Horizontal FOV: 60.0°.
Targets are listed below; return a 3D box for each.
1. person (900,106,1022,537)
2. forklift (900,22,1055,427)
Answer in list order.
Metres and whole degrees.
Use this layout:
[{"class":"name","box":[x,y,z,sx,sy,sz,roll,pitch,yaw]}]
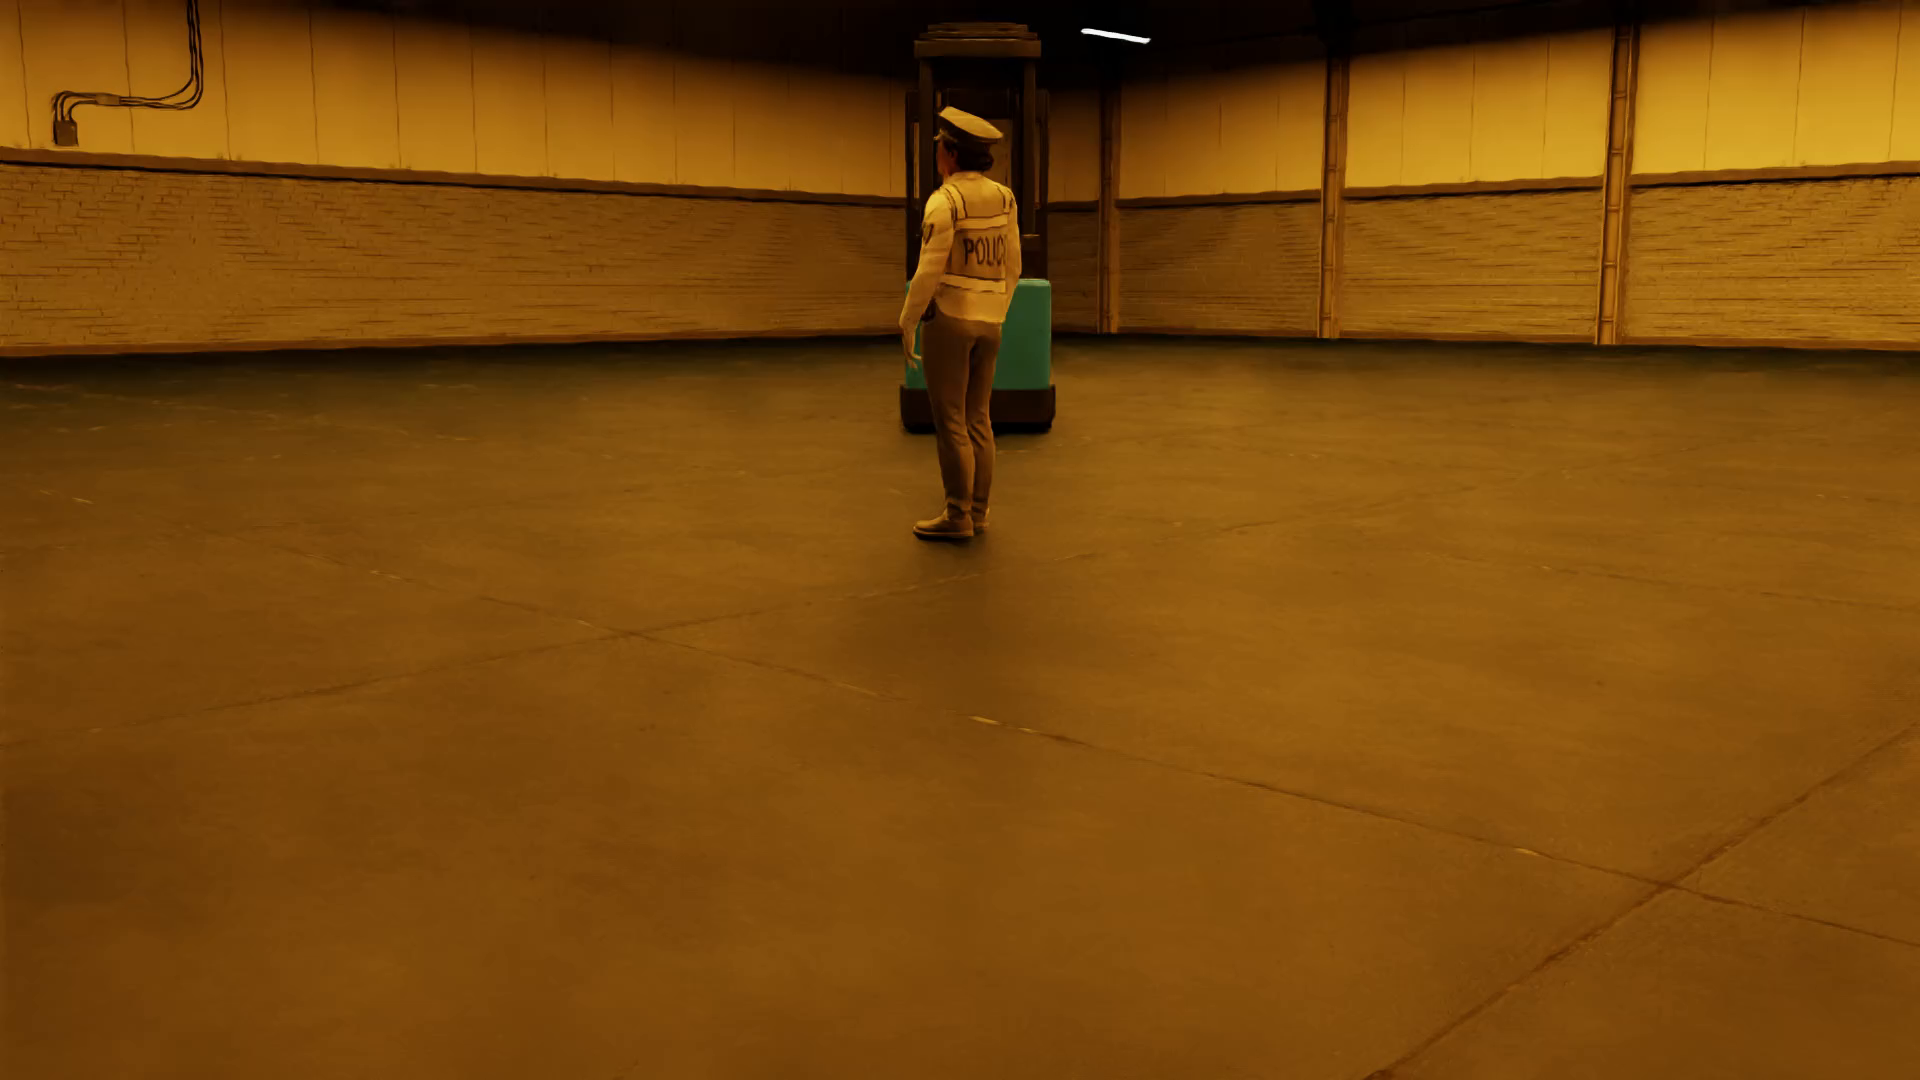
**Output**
[{"class":"person","box":[-0.044,-0.853,6.642,0.532,1.695,0.586,8,12,43]},{"class":"forklift","box":[0.131,-2.427,12.990,1.130,2.935,3.031,0,9,0]}]
